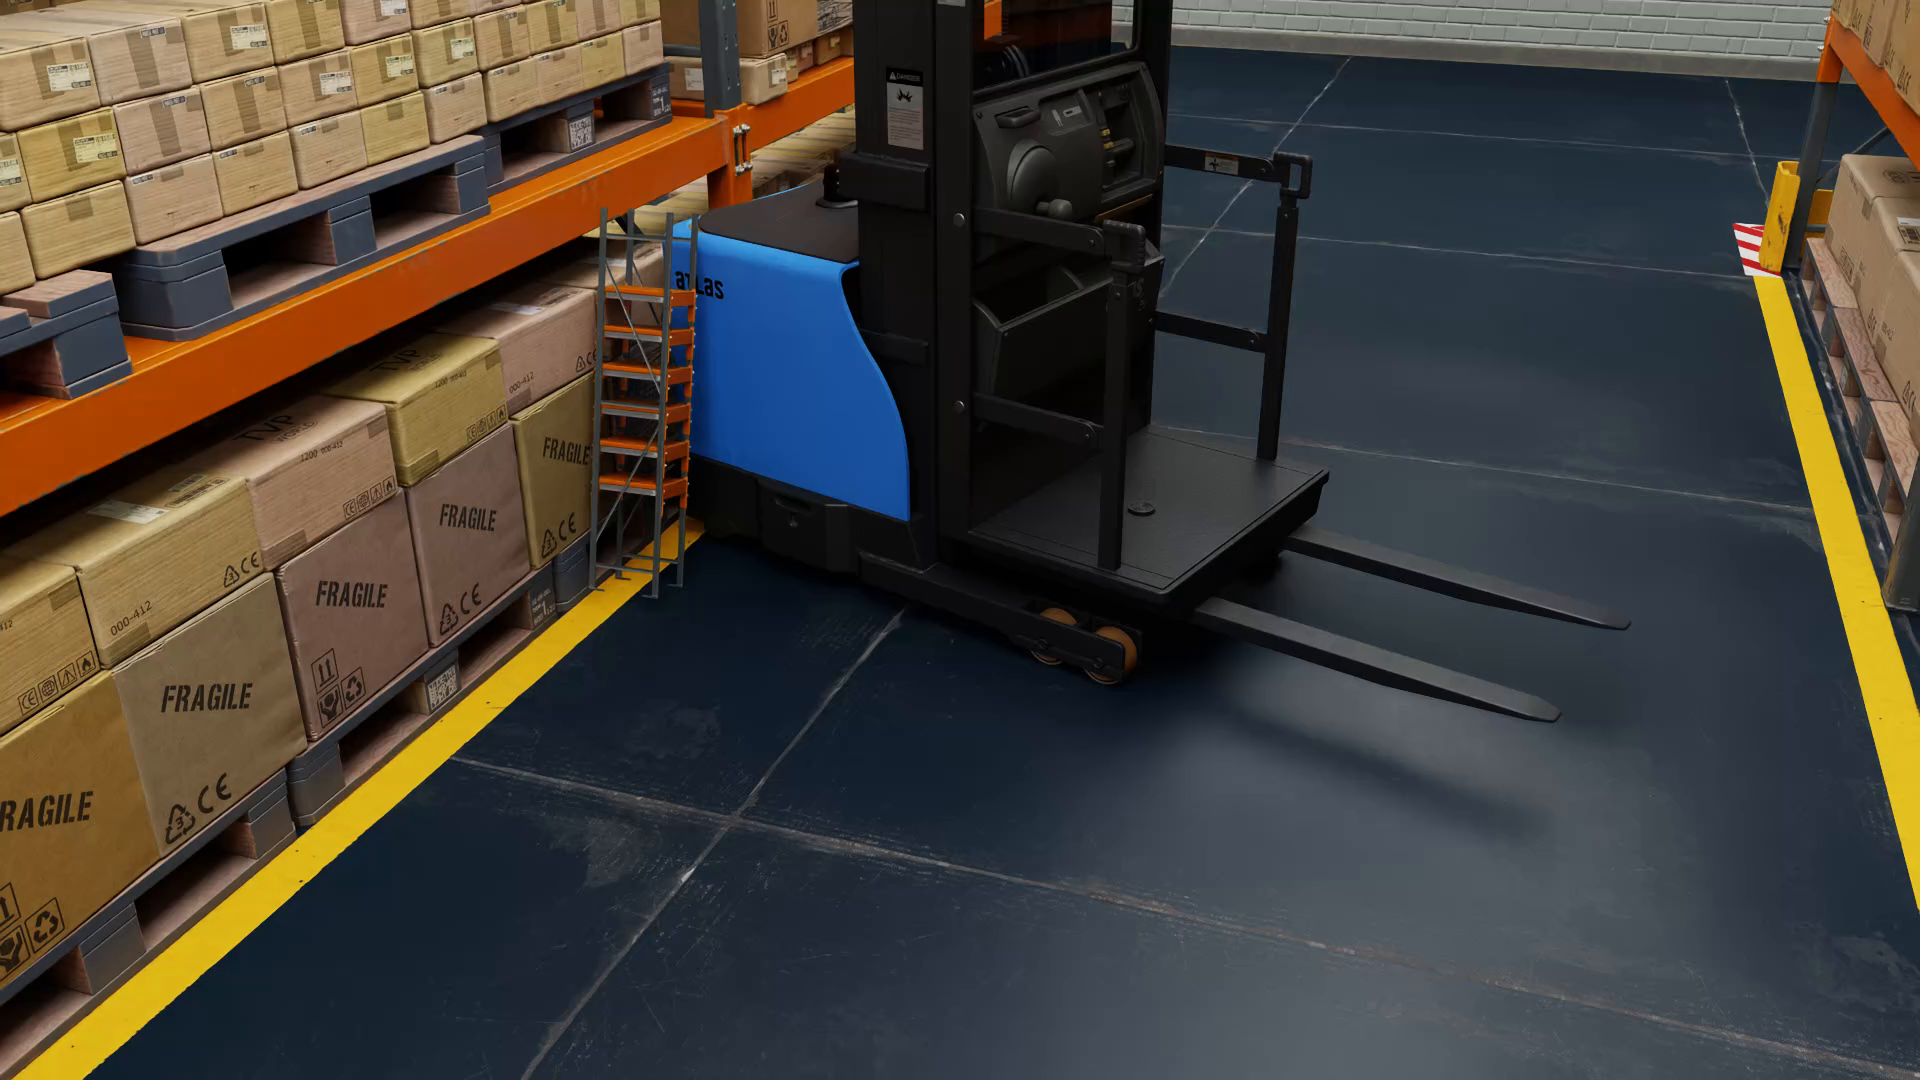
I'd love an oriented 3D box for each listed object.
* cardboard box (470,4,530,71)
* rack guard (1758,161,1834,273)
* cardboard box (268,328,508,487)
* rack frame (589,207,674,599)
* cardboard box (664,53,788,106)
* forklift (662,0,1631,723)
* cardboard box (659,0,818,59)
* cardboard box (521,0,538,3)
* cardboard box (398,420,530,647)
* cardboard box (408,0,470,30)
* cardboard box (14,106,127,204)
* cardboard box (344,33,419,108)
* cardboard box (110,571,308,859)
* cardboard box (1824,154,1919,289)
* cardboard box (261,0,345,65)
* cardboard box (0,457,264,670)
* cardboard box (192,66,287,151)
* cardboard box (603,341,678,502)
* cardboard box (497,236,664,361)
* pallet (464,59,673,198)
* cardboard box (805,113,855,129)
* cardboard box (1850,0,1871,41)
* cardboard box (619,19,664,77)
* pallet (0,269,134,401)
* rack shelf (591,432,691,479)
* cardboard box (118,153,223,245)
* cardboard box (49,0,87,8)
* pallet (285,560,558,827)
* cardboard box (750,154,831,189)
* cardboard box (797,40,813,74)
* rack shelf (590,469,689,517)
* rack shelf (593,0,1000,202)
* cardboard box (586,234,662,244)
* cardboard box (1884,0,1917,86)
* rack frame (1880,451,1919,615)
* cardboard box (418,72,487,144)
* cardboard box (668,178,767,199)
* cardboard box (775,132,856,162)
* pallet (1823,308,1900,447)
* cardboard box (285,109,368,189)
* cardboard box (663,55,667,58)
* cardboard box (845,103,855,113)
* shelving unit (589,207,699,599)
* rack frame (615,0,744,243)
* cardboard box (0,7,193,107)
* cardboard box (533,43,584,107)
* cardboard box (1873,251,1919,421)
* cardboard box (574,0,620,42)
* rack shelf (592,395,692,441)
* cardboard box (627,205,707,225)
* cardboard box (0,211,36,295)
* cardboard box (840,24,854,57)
[{"bbox_3d":[-1.470,-1.451,4.769,0.380,0.149,0.250,8,27,16],"label":"cardboard box"},{"bbox_3d":[4.775,-1.608,8.498,1.175,0.500,0.348,9,27,17],"label":"rack guard"},{"bbox_3d":[-1.621,-0.386,4.631,0.500,0.250,0.500,8,27,15],"label":"cardboard box"},{"bbox_3d":[-1.025,-0.416,5.165,0.240,1.200,0.006,7,11,14],"label":"rack frame"},{"bbox_3d":[-0.862,-1.712,6.132,0.380,0.149,0.250,10,28,19],"label":"cardboard box"},{"bbox_3d":[0.504,-1.159,4.780,3.031,2.935,1.130,18,31,32],"label":"forklift"},{"bbox_3d":[-0.863,-2.102,6.193,0.500,0.500,0.500,8,27,16],"label":"cardboard box"},{"bbox_3d":[-1.391,-1.690,4.922,0.380,0.149,0.250,8,27,16],"label":"cardboard box"},{"bbox_3d":[-1.620,-0.058,4.815,0.500,0.500,0.500,8,27,16],"label":"cardboard box"},{"bbox_3d":[-1.563,-1.481,4.491,0.380,0.149,0.250,8,27,16],"label":"cardboard box"},{"bbox_3d":[-1.988,-0.817,3.460,0.380,0.149,0.250,9,27,18],"label":"cardboard box"},{"bbox_3d":[-1.647,-1.231,4.316,0.380,0.149,0.250,9,27,18],"label":"cardboard box"},{"bbox_3d":[-1.956,0.363,3.944,0.500,0.500,0.500,9,27,18],"label":"cardboard box"},{"bbox_3d":[4.642,-1.473,7.809,0.875,0.438,0.875,8,27,16],"label":"cardboard box"},{"bbox_3d":[-1.737,-1.260,4.034,0.380,0.149,0.250,8,27,17],"label":"cardboard box"},{"bbox_3d":[-1.970,0.030,3.772,0.500,0.250,0.500,8,27,17],"label":"cardboard box"},{"bbox_3d":[-1.819,-1.021,3.881,0.380,0.149,0.250,8,27,17],"label":"cardboard box"},{"bbox_3d":[-1.274,-0.479,5.684,0.500,0.500,0.500,8,27,16],"label":"cardboard box"},{"bbox_3d":[-1.275,-0.815,5.516,0.500,0.250,0.500,8,27,16],"label":"cardboard box"},{"bbox_3d":[-1.657,-1.377,5.371,1.003,0.211,1.213,9,27,17],"label":"pallet"},{"bbox_3d":[-0.612,-2.192,8.941,0.380,0.149,0.250,9,27,17],"label":"cardboard box"},{"bbox_3d":[4.195,-2.401,7.152,0.500,0.500,0.500,8,27,17],"label":"cardboard box"},{"bbox_3d":[-1.211,-1.640,5.501,0.380,0.149,0.250,8,27,16],"label":"cardboard box"},{"bbox_3d":[-2.460,-0.334,3.218,1.213,0.211,1.003,9,27,17],"label":"pallet"},{"bbox_3d":[-1.013,-0.270,5.283,0.258,0.103,0.180,7,11,14],"label":"rack shelf"},{"bbox_3d":[-1.904,-0.785,3.735,0.380,0.149,0.250,10,27,19],"label":"cardboard box"},{"bbox_3d":[-2.346,-1.362,4.244,0.380,0.149,0.250,10,27,19],"label":"cardboard box"},{"bbox_3d":[-1.927,0.322,4.842,1.003,0.211,1.213,9,27,17],"label":"pallet"},{"bbox_3d":[-0.842,-1.746,8.022,0.380,0.149,0.250,9,27,18],"label":"cardboard box"},{"bbox_3d":[-0.807,-1.946,6.615,0.380,0.149,0.250,8,27,15],"label":"cardboard box"},{"bbox_3d":[-1.022,-0.152,5.306,0.258,0.103,0.180,7,11,14],"label":"rack shelf"},{"bbox_3d":[-0.600,-2.254,7.789,1.077,0.370,4.000,9,27,17],"label":"rack shelf"},{"bbox_3d":[-1.392,-1.113,6.714,0.380,0.149,0.250,10,27,19],"label":"cardboard box"},{"bbox_3d":[3.858,-1.986,6.295,0.500,0.500,0.500,10,27,19],"label":"cardboard box"},{"bbox_3d":[3.436,-1.080,4.538,1.000,3.000,0.127,9,27,17],"label":"rack frame"},{"bbox_3d":[-1.552,-1.213,4.619,0.380,0.149,0.250,8,27,15],"label":"cardboard box"},{"bbox_3d":[-1.106,-1.548,7.611,0.380,0.149,0.250,7,27,15],"label":"cardboard box"},{"bbox_3d":[-0.717,-1.965,8.473,0.380,0.149,0.250,10,28,19],"label":"cardboard box"},{"bbox_3d":[4.168,-0.629,6.806,1.003,0.211,1.213,9,27,17],"label":"pallet"},{"bbox_3d":[-1.730,-0.994,4.168,0.380,0.149,0.250,8,27,16],"label":"cardboard box"},{"bbox_3d":[-1.263,-2.017,6.762,0.380,0.149,0.250,10,28,19],"label":"cardboard box"},{"bbox_3d":[-0.429,-2.407,9.387,0.380,0.149,0.250,8,27,15],"label":"cardboard box"},{"bbox_3d":[-1.001,-0.431,5.252,0.258,1.200,0.189,7,11,14],"label":"shelving unit"},{"bbox_3d":[-1.265,-1.756,5.934,1.000,3.000,0.127,9,27,17],"label":"rack frame"},{"bbox_3d":[-1.910,-1.049,3.598,0.380,0.149,0.250,10,28,20],"label":"cardboard box"},{"bbox_3d":[-1.381,-1.431,5.070,0.380,0.149,0.250,9,27,17],"label":"cardboard box"},{"bbox_3d":[4.044,-0.726,6.265,0.875,0.438,0.875,8,27,16],"label":"cardboard box"},{"bbox_3d":[-1.298,-1.665,5.212,0.380,0.149,0.250,9,27,18],"label":"cardboard box"},{"bbox_3d":[-1.004,-0.387,5.260,0.258,0.103,0.180,7,11,14],"label":"rack shelf"},{"bbox_3d":[-1.269,-1.328,7.157,0.380,0.149,0.250,8,27,17],"label":"cardboard box"},{"bbox_3d":[-2.078,-0.564,3.279,0.380,0.149,0.250,10,28,20],"label":"cardboard box"},{"bbox_3d":[-0.566,-2.151,7.038,0.380,0.149,0.250,9,27,18],"label":"cardboard box"}]
